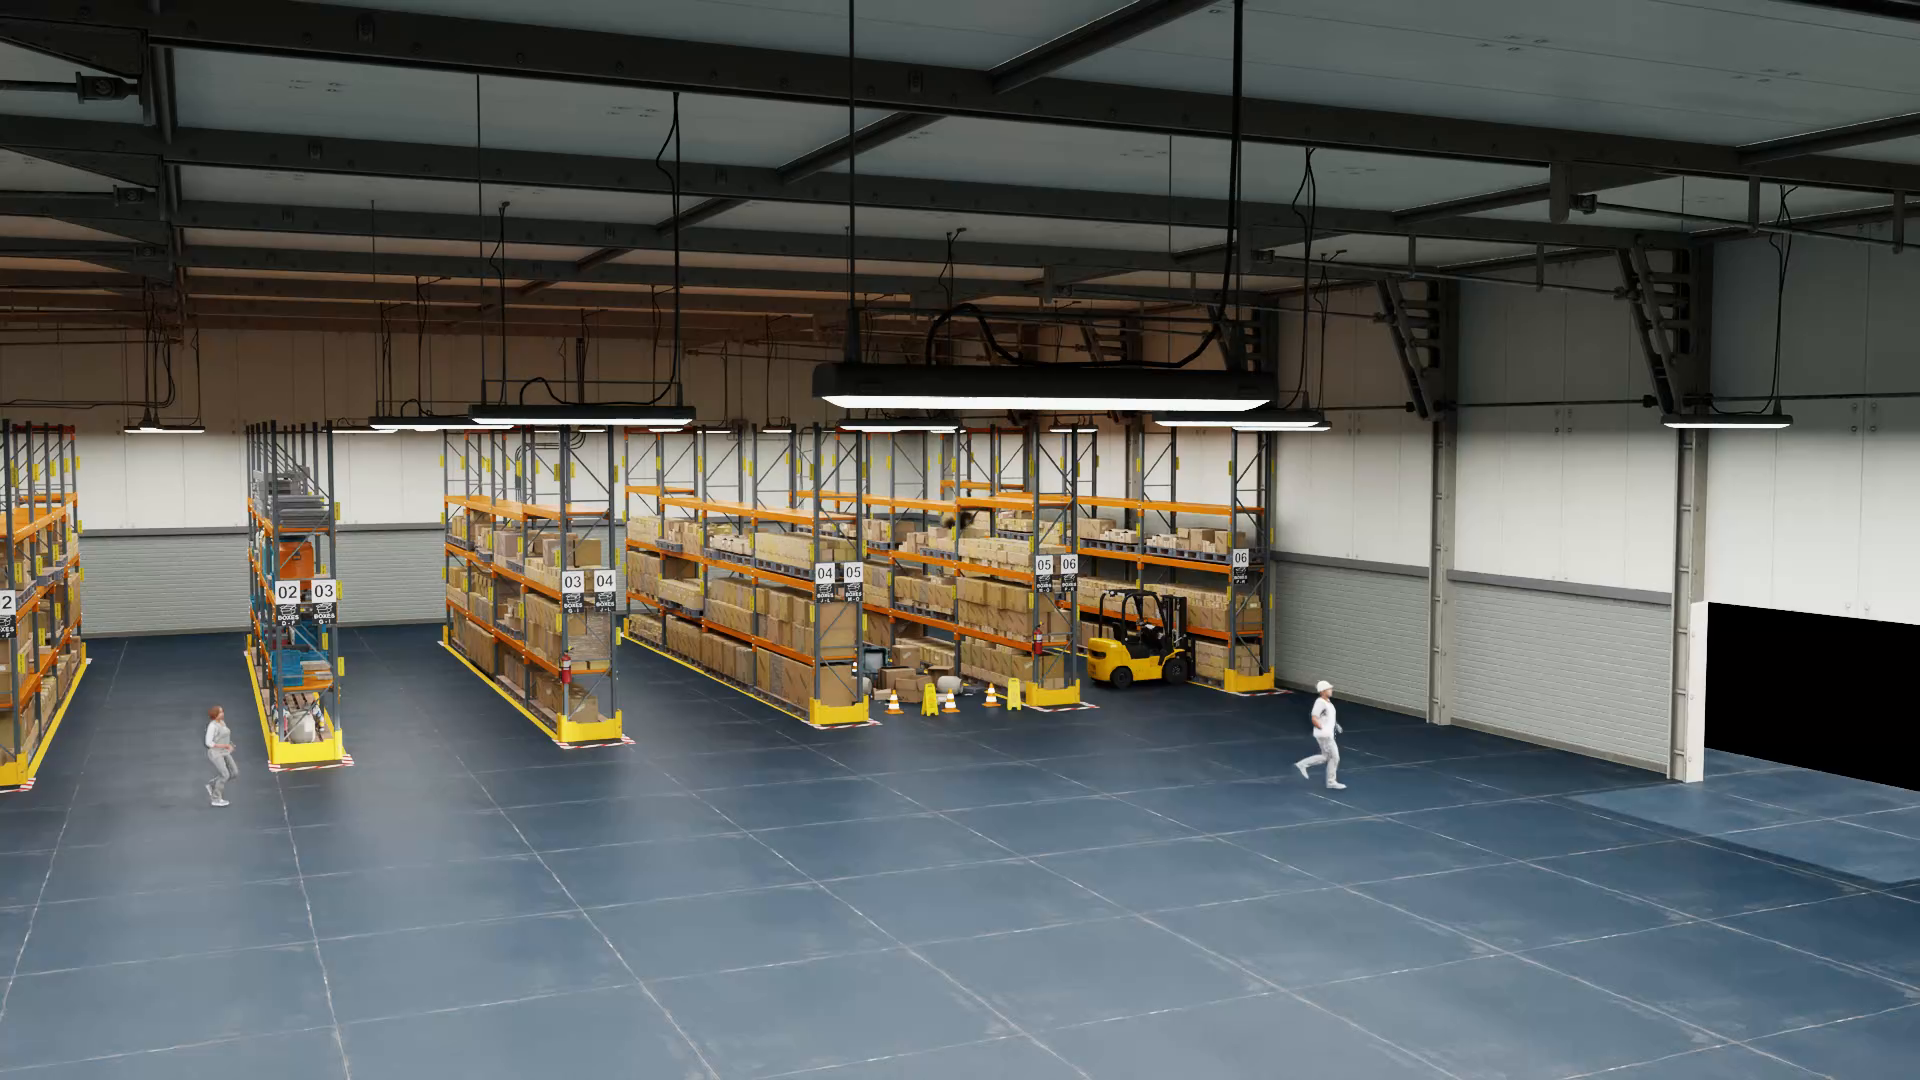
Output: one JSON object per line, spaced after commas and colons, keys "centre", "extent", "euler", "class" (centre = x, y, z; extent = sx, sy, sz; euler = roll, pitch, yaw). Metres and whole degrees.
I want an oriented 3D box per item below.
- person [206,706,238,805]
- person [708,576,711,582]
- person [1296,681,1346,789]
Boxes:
{"centre": [-11.441, 3.334, 25.732], "extent": [0.552, 1.553, 0.530], "euler": [0, 4, 3], "class": "person"}
{"centre": [-7.309, 1.862, 47.916], "extent": [0.610, 1.680, 0.938], "euler": [-3, 5, -38], "class": "person"}
{"centre": [5.862, 3.157, 27.002], "extent": [0.812, 1.750, 0.720], "euler": [1, 4, 17], "class": "person"}
